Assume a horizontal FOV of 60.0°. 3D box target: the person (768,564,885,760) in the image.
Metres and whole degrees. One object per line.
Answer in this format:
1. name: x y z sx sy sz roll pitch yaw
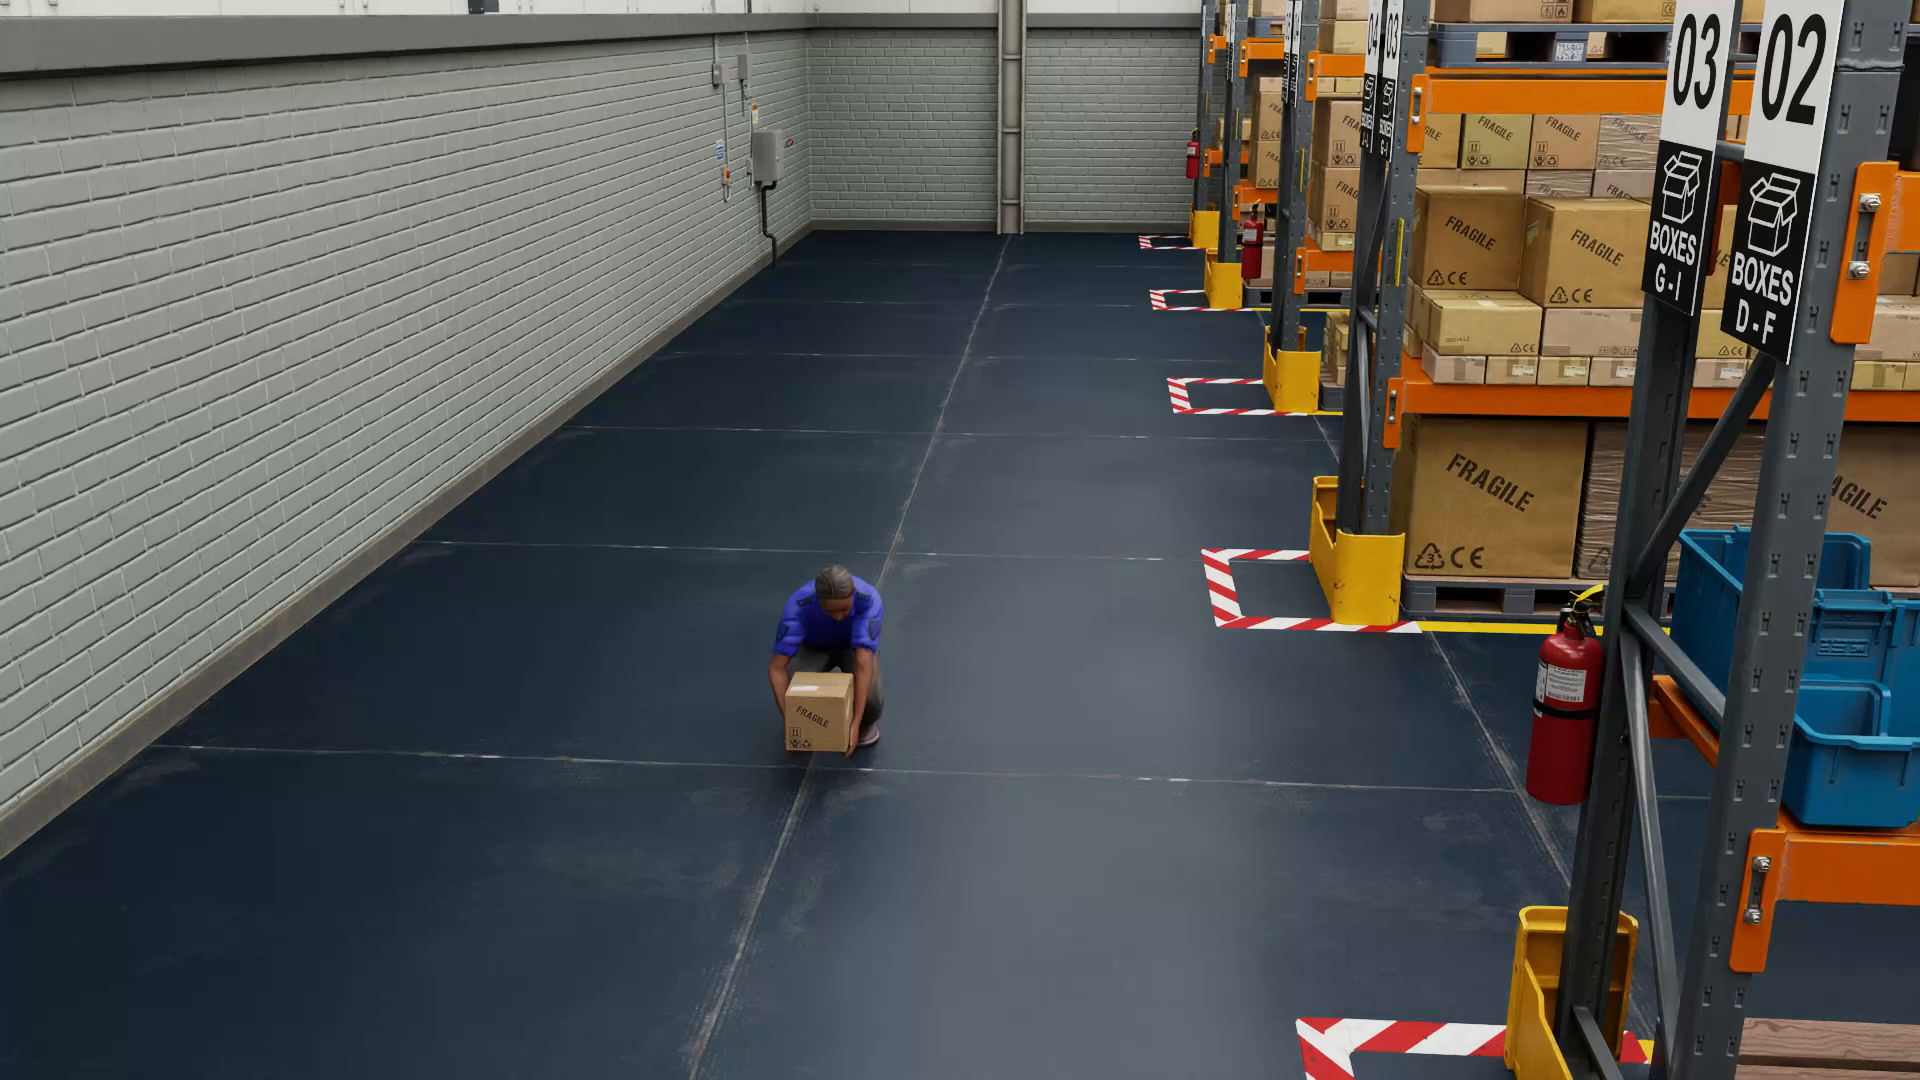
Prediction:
1. person: -0.567 0.494 7.237 0.488 0.928 0.825 1 18 4
